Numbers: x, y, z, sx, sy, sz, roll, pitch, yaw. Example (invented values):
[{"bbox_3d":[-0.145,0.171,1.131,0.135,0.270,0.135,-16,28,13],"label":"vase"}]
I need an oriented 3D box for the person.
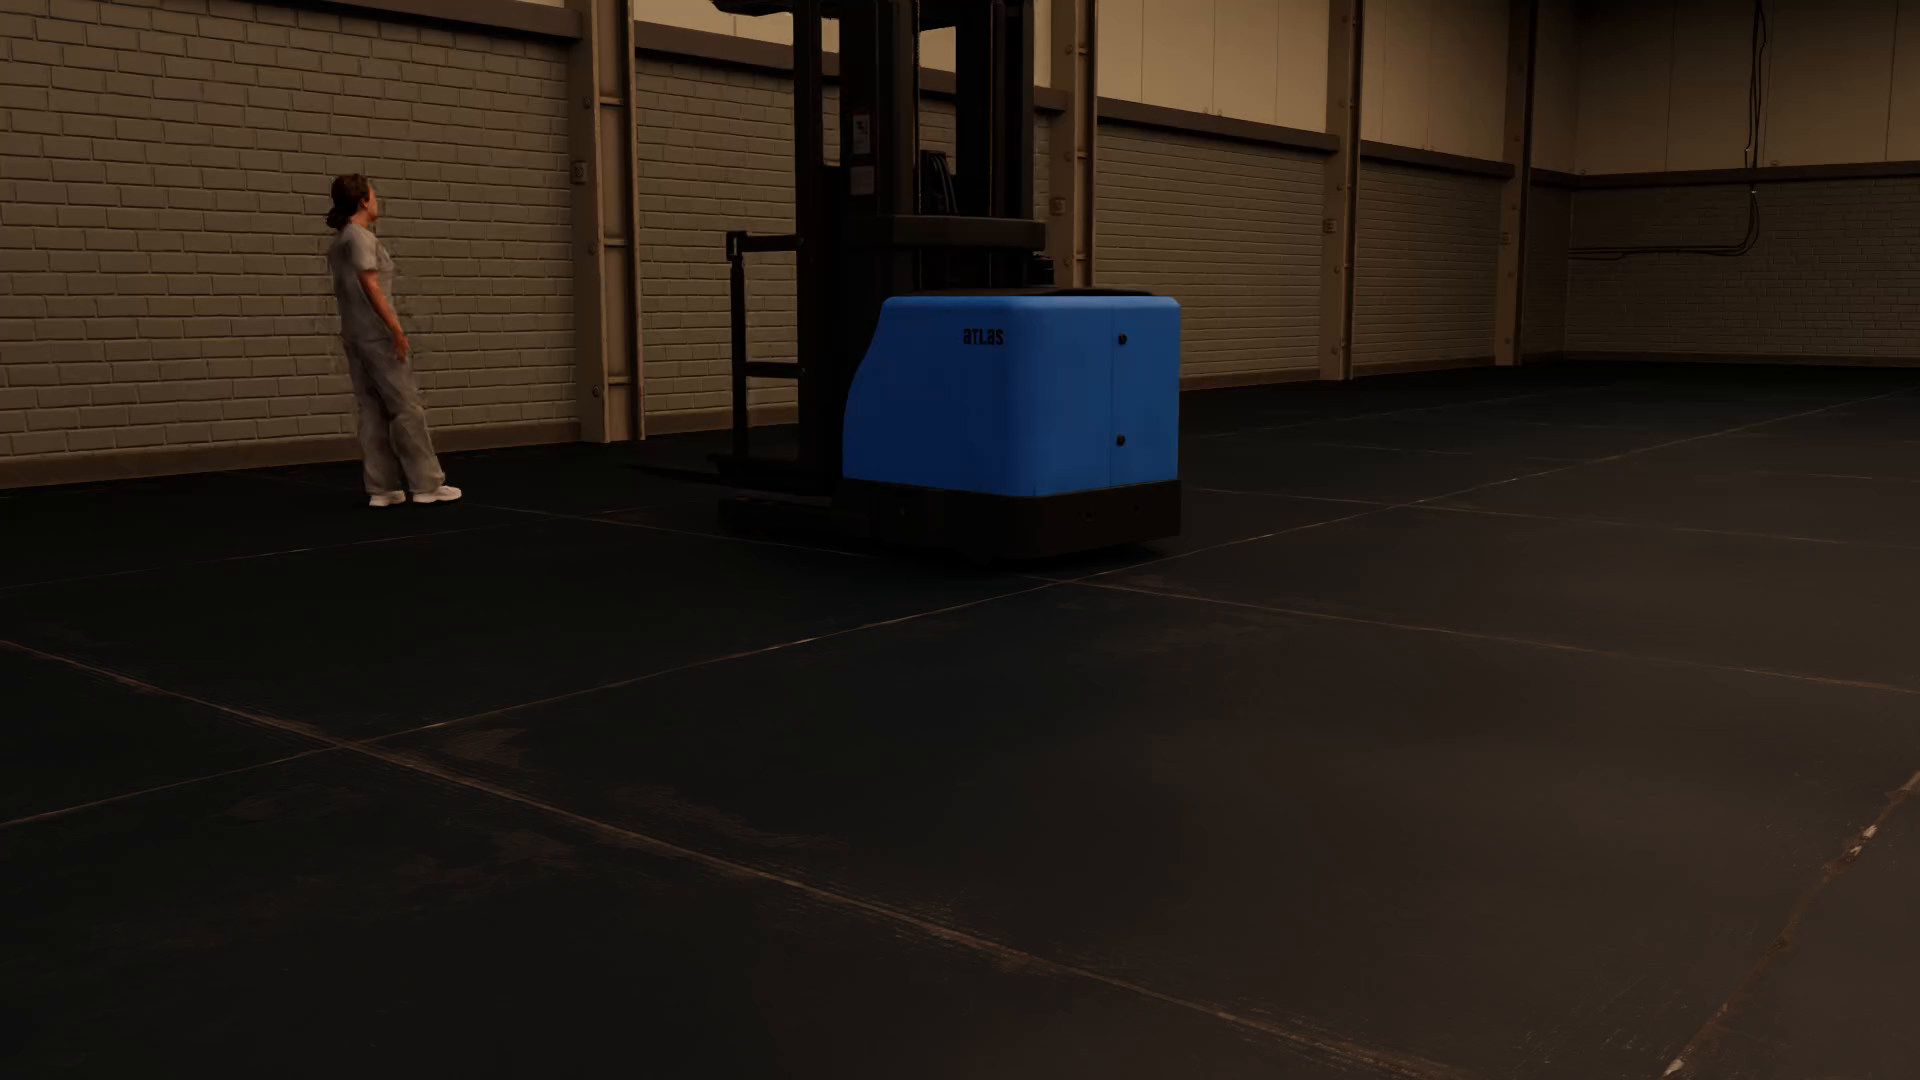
[{"bbox_3d":[-2.888,-1.010,8.489,0.627,1.675,0.526,-7,11,-38],"label":"person"}]

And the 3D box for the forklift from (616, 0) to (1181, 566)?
[{"bbox_3d":[-0.464,-1.507,7.581,3.031,2.935,1.130,8,12,44],"label":"forklift"}]
